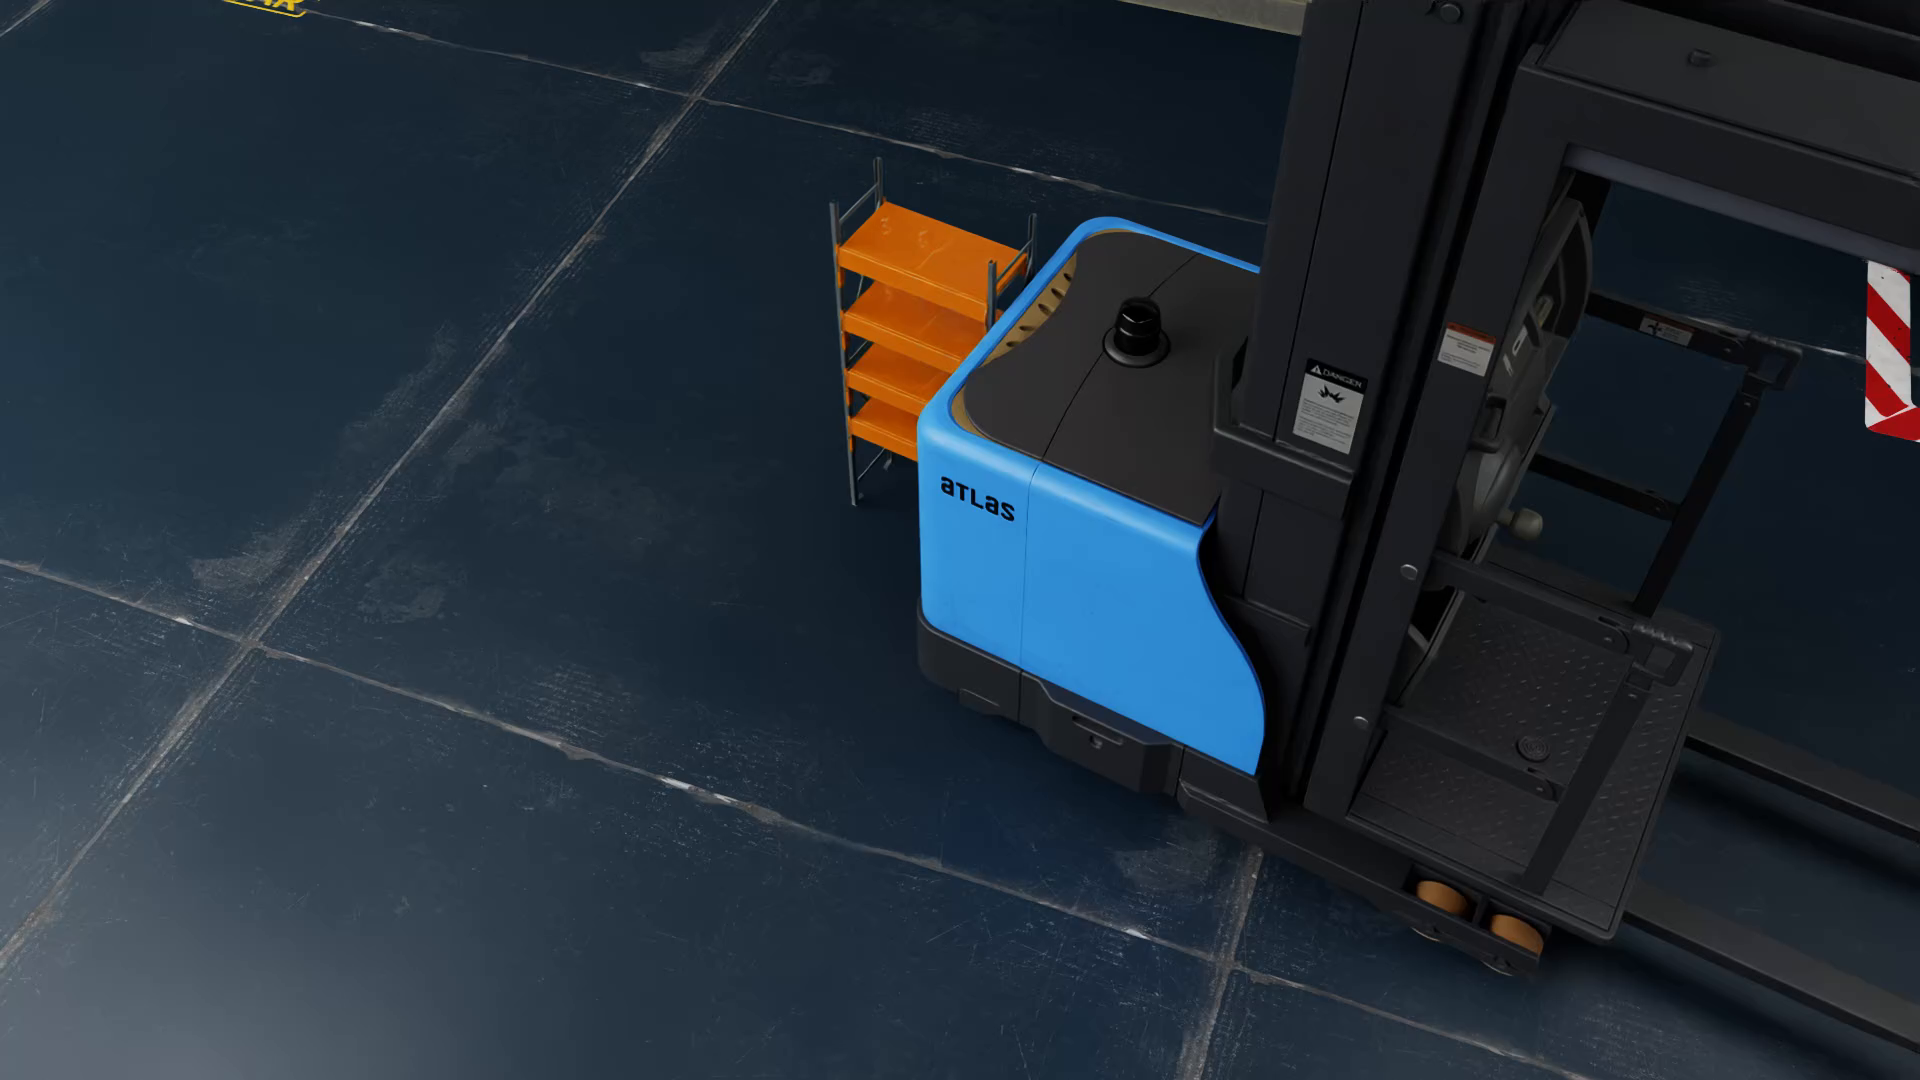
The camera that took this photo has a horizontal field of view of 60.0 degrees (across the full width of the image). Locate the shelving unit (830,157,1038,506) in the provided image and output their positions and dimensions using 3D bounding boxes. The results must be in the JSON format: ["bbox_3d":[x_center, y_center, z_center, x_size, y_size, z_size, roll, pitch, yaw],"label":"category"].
[{"bbox_3d":[-0.071,-0.488,4.879,0.503,1.200,0.258,24,53,19],"label":"shelving unit"}]

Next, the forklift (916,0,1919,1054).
[{"bbox_3d":[1.411,-0.306,3.575,3.031,2.935,1.130,24,53,19],"label":"forklift"}]

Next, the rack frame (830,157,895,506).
[{"bbox_3d":[-0.282,-0.582,4.960,0.015,1.200,0.240,24,53,19],"label":"rack frame"}]

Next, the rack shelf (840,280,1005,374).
[{"bbox_3d":[-0.071,-0.591,4.761,0.480,0.148,0.258,24,53,19],"label":"rack shelf"}]

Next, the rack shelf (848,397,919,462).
[{"bbox_3d":[-0.071,-0.314,5.080,0.480,0.148,0.258,24,53,19],"label":"rack shelf"}]

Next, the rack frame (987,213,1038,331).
[{"bbox_3d":[0.139,-0.395,4.798,0.015,1.200,0.240,24,53,19],"label":"rack frame"}]

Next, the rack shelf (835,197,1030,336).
[{"bbox_3d":[-0.071,-0.746,4.582,0.480,0.148,0.258,24,53,19],"label":"rack shelf"}]

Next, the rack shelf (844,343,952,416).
[{"bbox_3d":[-0.071,-0.444,4.930,0.480,0.148,0.258,24,53,19],"label":"rack shelf"}]
